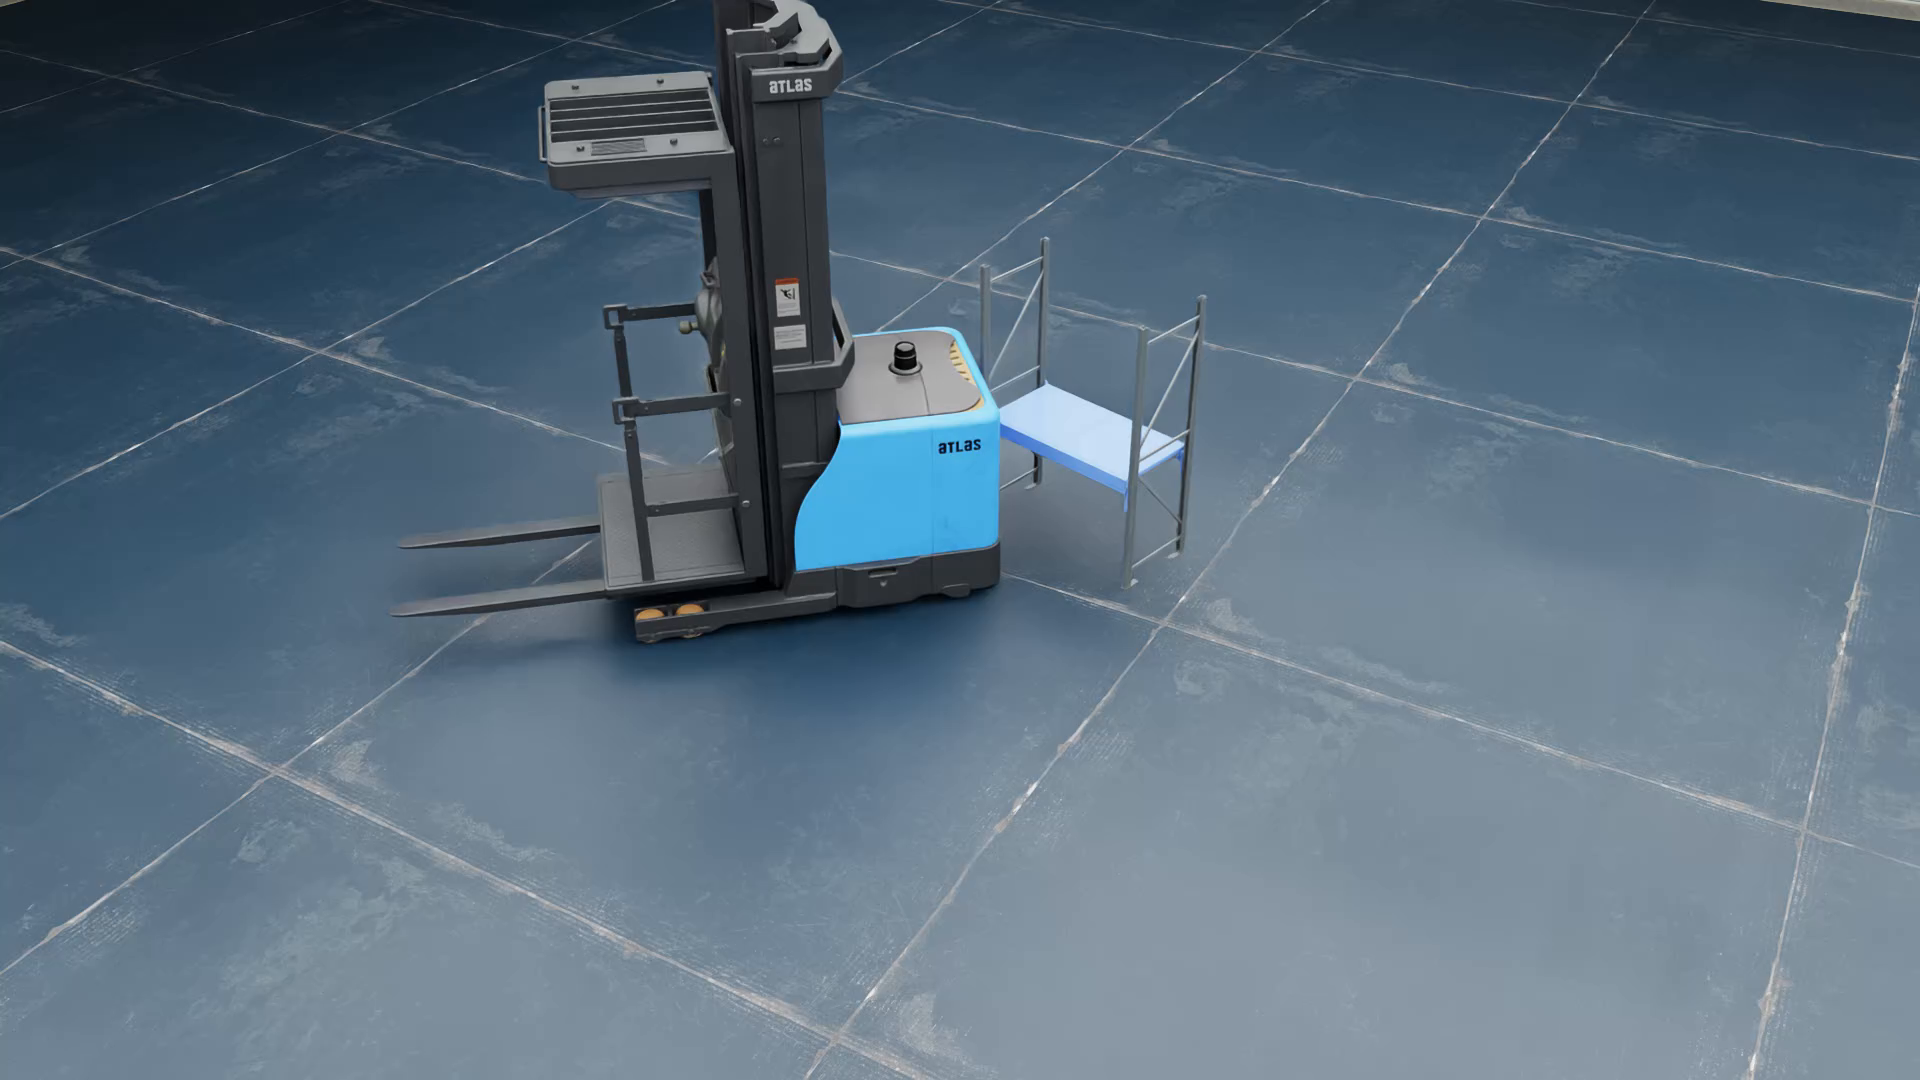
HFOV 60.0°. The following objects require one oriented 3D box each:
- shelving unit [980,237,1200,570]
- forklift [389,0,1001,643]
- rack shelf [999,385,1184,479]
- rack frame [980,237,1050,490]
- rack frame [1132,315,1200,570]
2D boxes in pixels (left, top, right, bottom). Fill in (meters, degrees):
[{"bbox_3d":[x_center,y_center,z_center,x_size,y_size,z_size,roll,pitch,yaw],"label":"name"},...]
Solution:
[{"bbox_3d":[0.650,-0.662,8.662,1.039,1.500,0.500,28,43,35],"label":"shelving unit"},{"bbox_3d":[-1.364,-1.031,7.925,3.031,2.935,1.130,-7,34,-10],"label":"forklift"},{"bbox_3d":[0.653,-0.566,8.722,0.952,0.026,0.459,28,43,35],"label":"rack shelf"},{"bbox_3d":[0.286,-0.855,8.952,0.032,1.500,0.500,28,43,35],"label":"rack frame"},{"bbox_3d":[1.019,-0.465,8.366,0.013,1.308,0.475,28,43,35],"label":"rack frame"}]
